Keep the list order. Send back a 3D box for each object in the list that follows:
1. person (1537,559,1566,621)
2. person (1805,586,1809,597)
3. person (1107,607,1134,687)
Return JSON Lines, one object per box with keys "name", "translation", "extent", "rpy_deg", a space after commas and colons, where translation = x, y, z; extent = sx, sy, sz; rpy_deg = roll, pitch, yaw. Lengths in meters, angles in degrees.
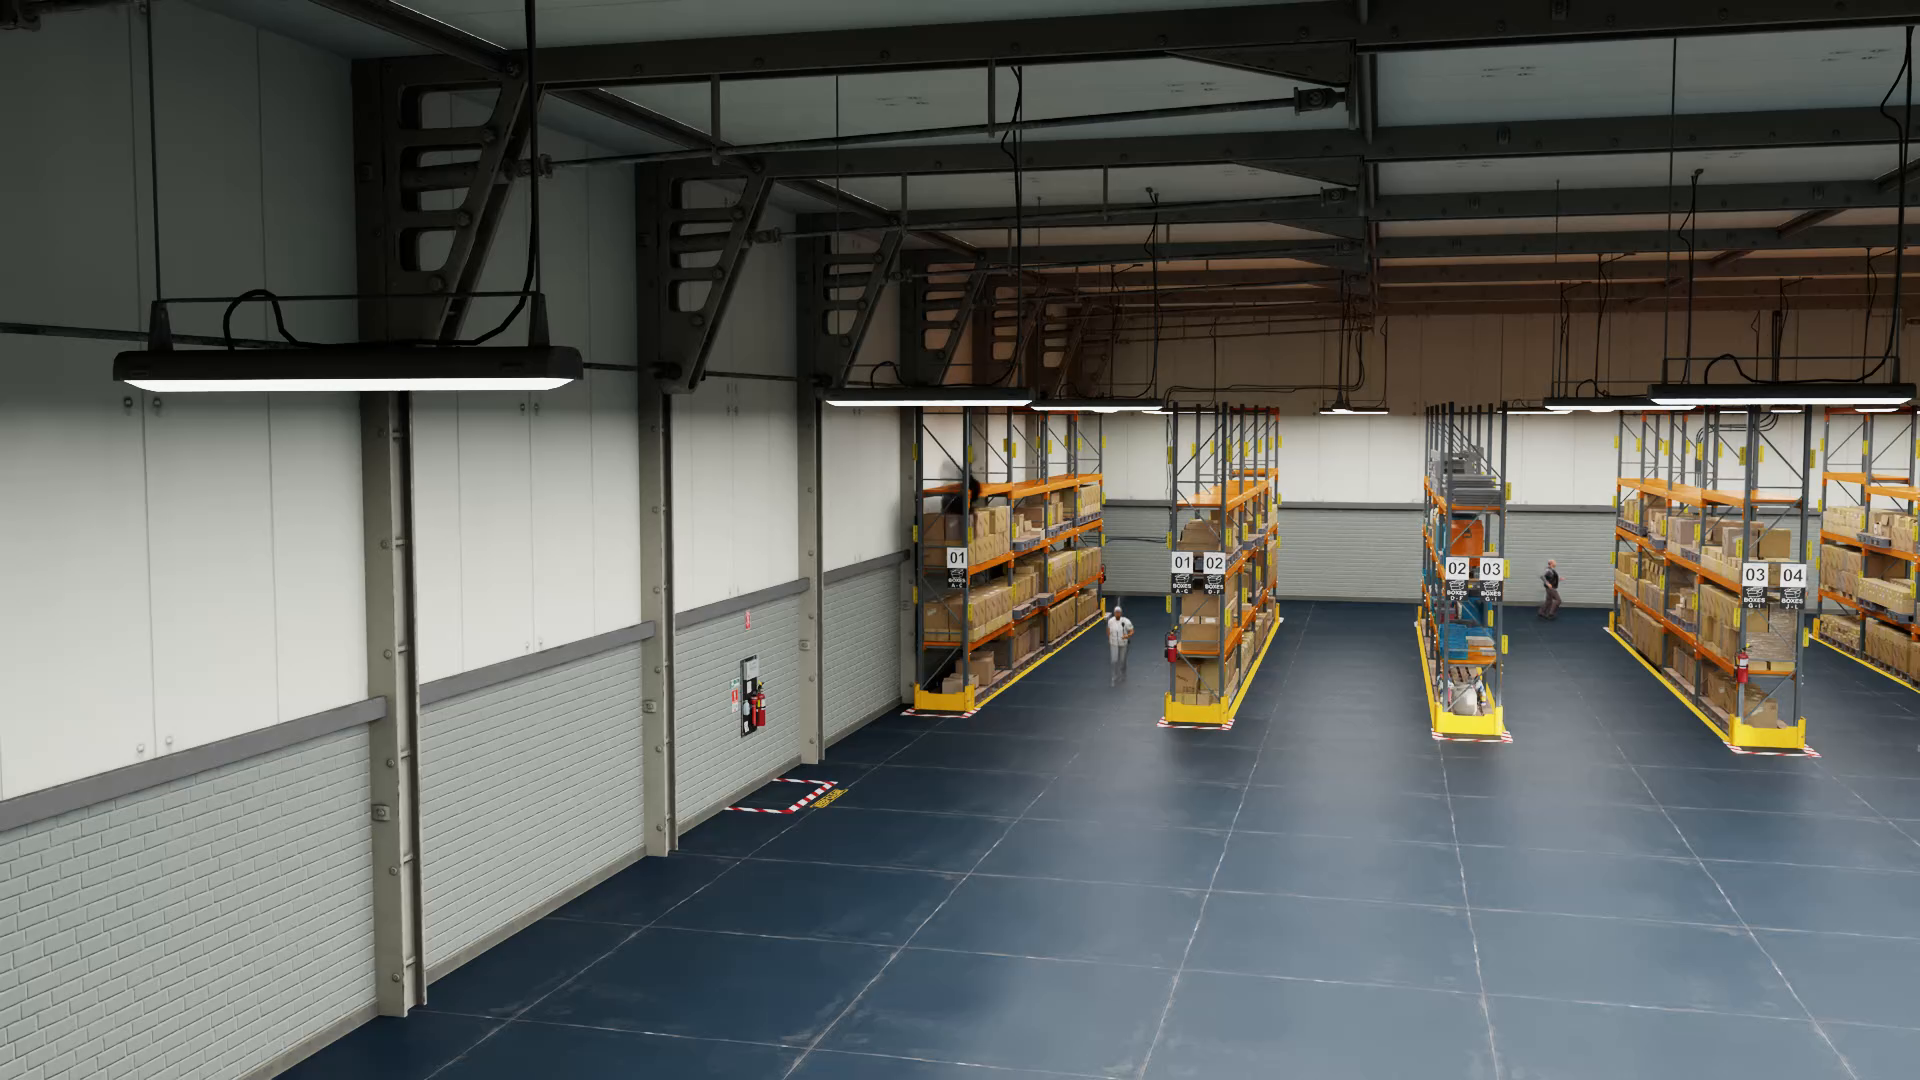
{"name": "person", "translation": [16.689, 1.412, 46.914], "extent": [0.751, 1.762, 0.635], "rpy_deg": [2, 5, 27]}
{"name": "person", "translation": [22.064, 1.679, 44.065], "extent": [0.606, 1.634, 0.676], "rpy_deg": [-1, 4, -7]}
{"name": "person", "translation": [3.436, 2.267, 35.596], "extent": [0.601, 1.705, 0.815], "rpy_deg": [1, 4, 12]}
